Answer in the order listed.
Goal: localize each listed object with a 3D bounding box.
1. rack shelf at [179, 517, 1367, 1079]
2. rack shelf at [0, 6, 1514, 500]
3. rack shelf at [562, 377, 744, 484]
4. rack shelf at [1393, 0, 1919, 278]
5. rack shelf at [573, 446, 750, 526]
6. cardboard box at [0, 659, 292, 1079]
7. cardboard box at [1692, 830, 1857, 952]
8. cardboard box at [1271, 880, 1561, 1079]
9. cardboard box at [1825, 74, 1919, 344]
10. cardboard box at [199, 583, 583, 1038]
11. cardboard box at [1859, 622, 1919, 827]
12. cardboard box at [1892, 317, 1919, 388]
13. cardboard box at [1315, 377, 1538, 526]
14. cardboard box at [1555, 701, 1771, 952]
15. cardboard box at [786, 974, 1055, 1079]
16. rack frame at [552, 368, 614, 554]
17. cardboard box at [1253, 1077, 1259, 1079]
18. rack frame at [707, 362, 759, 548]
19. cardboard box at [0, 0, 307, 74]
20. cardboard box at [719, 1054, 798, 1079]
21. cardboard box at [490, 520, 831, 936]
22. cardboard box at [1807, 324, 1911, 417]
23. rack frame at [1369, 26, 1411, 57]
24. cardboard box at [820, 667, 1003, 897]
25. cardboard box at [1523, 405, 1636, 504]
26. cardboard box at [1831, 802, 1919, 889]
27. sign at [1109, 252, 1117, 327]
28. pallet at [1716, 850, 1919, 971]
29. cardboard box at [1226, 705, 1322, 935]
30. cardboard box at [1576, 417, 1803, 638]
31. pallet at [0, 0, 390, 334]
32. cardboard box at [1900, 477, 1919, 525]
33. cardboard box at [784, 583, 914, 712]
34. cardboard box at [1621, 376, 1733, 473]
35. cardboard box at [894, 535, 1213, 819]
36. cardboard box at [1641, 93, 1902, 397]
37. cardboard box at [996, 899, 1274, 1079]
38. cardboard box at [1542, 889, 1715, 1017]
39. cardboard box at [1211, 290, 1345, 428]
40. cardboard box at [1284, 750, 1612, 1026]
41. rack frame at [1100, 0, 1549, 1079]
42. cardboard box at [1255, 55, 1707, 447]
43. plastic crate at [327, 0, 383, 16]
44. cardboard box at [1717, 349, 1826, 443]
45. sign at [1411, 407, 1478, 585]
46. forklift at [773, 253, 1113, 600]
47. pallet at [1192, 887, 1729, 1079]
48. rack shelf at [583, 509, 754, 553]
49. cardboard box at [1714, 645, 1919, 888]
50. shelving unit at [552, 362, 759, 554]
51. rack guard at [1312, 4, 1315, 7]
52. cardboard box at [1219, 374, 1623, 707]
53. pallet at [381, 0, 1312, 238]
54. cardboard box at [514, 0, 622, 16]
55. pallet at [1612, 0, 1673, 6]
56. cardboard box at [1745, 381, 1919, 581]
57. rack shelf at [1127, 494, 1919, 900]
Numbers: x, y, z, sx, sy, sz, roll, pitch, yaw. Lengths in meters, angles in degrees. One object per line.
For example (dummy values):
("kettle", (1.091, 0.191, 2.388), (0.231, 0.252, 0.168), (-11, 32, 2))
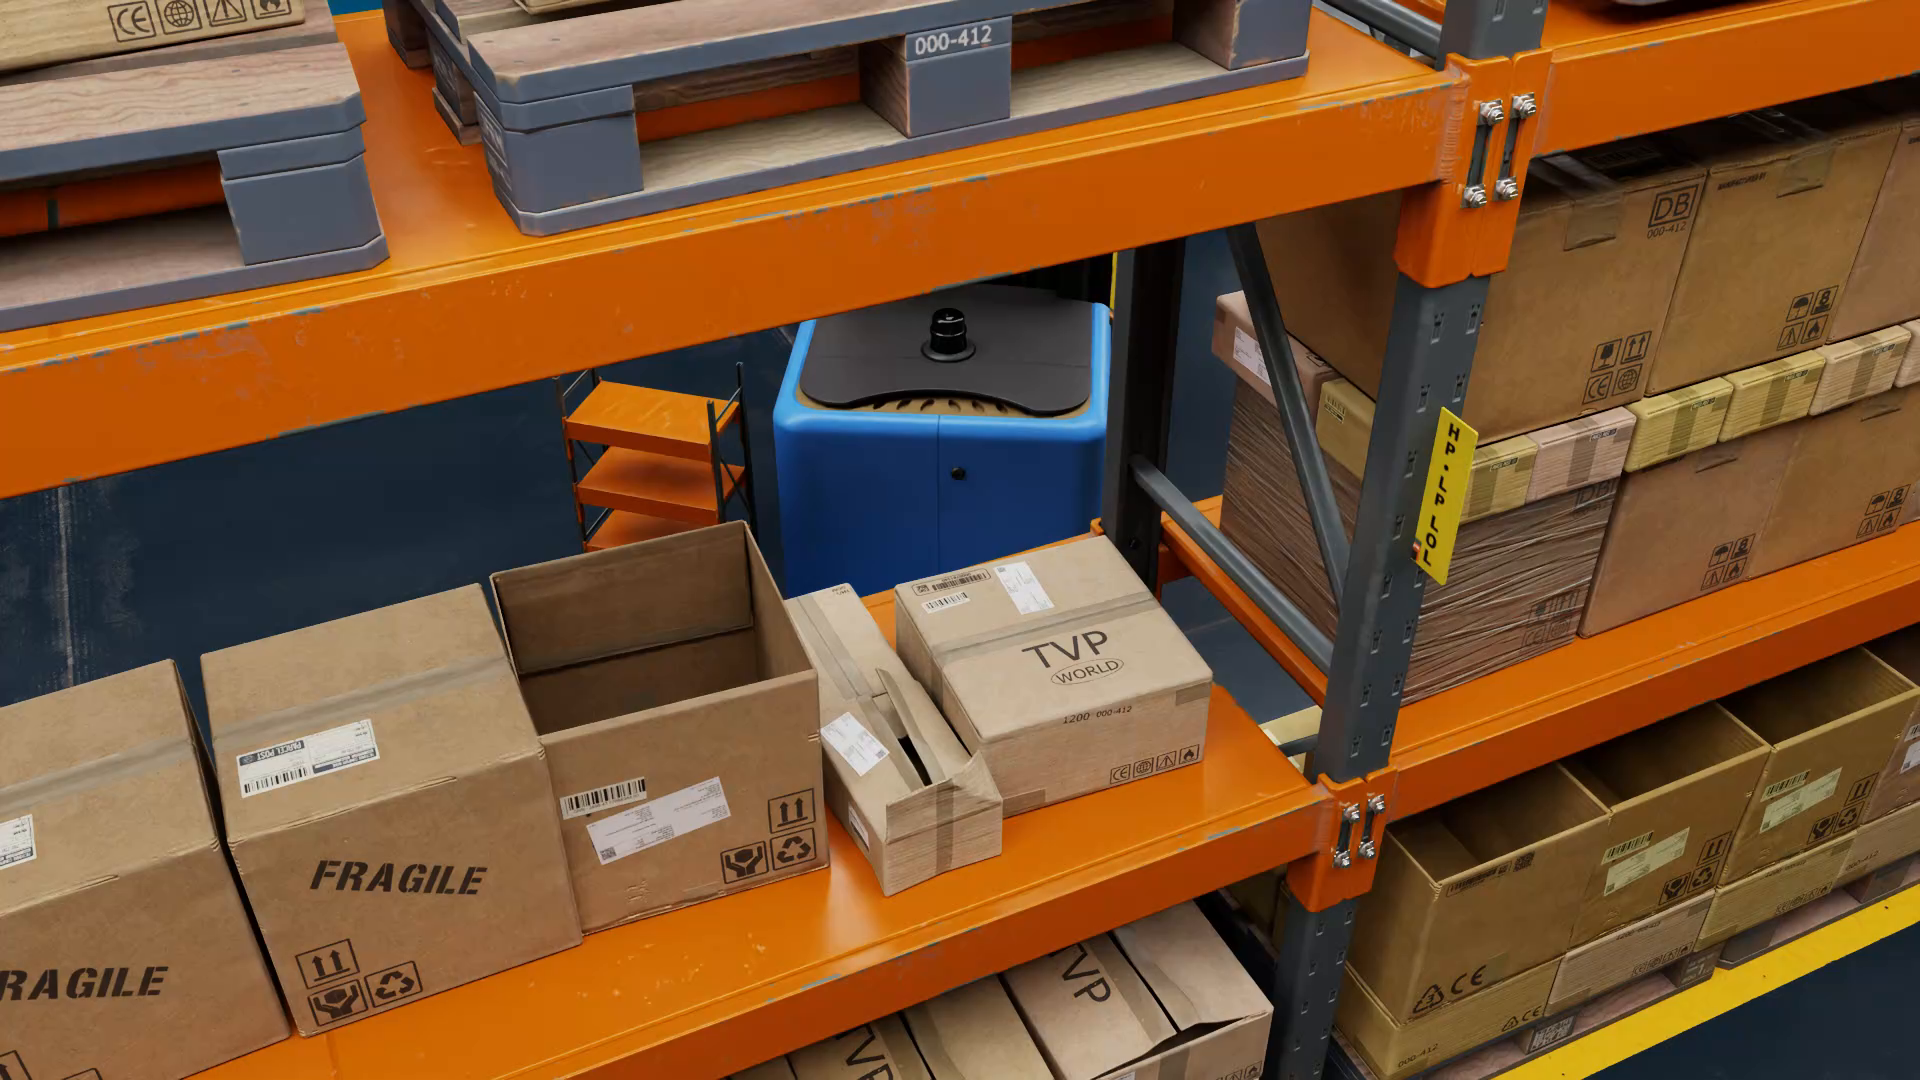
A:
("rack shelf", (-1.201, 0.863, 3.172), (4.000, 0.370, 1.077), (-16, 39, -20))
("rack shelf", (-1.201, -0.341, 2.278), (4.000, 0.370, 1.077), (-16, 39, -20))
("rack shelf", (-0.921, -0.334, 5.034), (0.480, 0.148, 0.258), (10, 38, 13))
("rack shelf", (2.420, -1.354, 3.643), (4.000, 0.370, 1.077), (-16, 39, -20))
("rack shelf", (-0.921, -0.144, 5.175), (0.480, 0.148, 0.258), (10, 38, 13))
("cardboard box", (-1.500, 0.607, 2.830), (0.500, 0.500, 0.500), (-18, 40, -22))
("cardboard box", (2.067, 0.803, 4.606), (0.500, 0.250, 0.500), (-16, 39, -20))
("cardboard box", (1.158, 1.050, 4.272), (0.500, 0.250, 0.500), (-16, 39, -20))
("cardboard box", (1.919, -0.864, 3.724), (0.500, 0.500, 0.700), (-16, 39, -20))
("cardboard box", (-1.023, 0.474, 3.009), (0.500, 0.500, 0.500), (-16, 39, -20))
("cardboard box", (2.519, 0.373, 4.555), (0.500, 0.500, 0.500), (-16, 39, -20))
("cardboard box", (2.100, -0.524, 3.811), (0.250, 0.149, 0.380), (-17, 40, -21))
("cardboard box", (0.935, -0.196, 3.368), (0.250, 0.149, 0.380), (-16, 39, -20))
("cardboard box", (1.611, 0.623, 4.218), (0.500, 0.500, 0.500), (-16, 39, -20))
("cardboard box", (-0.104, 1.171, 3.638), (0.500, 0.311, 0.500), (-15, 39, -19))
("rack frame", (-1.155, -0.059, 5.323), (0.015, 1.200, 0.240), (10, 38, 13))
("cardboard box", (0.357, 1.265, 3.982), (0.500, 0.250, 0.500), (-16, 39, -20))
("rack frame", (-0.686, 0.022, 5.213), (0.015, 1.200, 0.240), (10, 38, 13))
("cardboard box", (-1.148, -0.794, 2.058), (0.500, 0.250, 0.500), (-19, 41, -24))
("cardboard box", (-0.557, 1.296, 3.470), (0.500, 0.311, 0.500), (-16, 39, -20))
("cardboard box", (-0.570, 0.347, 3.180), (0.500, 0.500, 0.500), (-13, 38, -17))
("cardboard box", (1.859, -0.455, 3.717), (0.250, 0.149, 0.380), (-17, 40, -21))
("rack frame", (2.129, -3.616, 8.608), (0.127, 3.000, 1.000), (-16, 39, -20))
("cardboard box", (-0.109, 0.444, 3.246), (0.258, 0.266, 0.396), (-17, 40, -21))
("cardboard box", (1.162, -0.260, 3.454), (0.250, 0.149, 0.380), (-15, 39, -19))
("cardboard box", (2.518, 0.673, 4.781), (0.500, 0.250, 0.500), (-16, 39, -20))
("sign", (0.372, -0.610, 3.762), (0.005, 0.325, 0.100), (-16, 39, -20))
("pallet", (2.453, 0.698, 5.131), (1.213, 0.211, 1.003), (-16, 39, -20))
("cardboard box", (0.936, 0.769, 4.651), (0.500, 0.250, 0.500), (-16, 39, -20))
("cardboard box", (1.483, -0.225, 3.951), (0.500, 0.500, 0.700), (-16, 39, -20))
("pallet", (-1.424, -0.553, 2.118), (1.213, 0.211, 1.003), (-14, 39, -18))
("cardboard box", (2.402, -0.480, 4.295), (0.500, 0.500, 0.700), (-14, 39, -19))
("cardboard box", (-0.280, 0.283, 3.561), (0.250, 0.149, 0.380), (-16, 39, -20))
("cardboard box", (1.395, -0.326, 3.543), (0.250, 0.149, 0.380), (-17, 40, -21))
("cardboard box", (0.182, 0.277, 3.485), (0.500, 0.250, 0.500), (-13, 39, -17))
("cardboard box", (1.465, -0.737, 3.553), (0.500, 0.500, 0.700), (-16, 39, -20))
("cardboard box", (0.364, 1.036, 3.820), (0.500, 0.311, 0.500), (-16, 39, -20))
("cardboard box", (1.613, 0.926, 4.439), (0.500, 0.250, 0.500), (-16, 39, -20))
("cardboard box", (0.764, -0.417, 3.666), (0.250, 0.149, 0.380), (-16, 39, -20))
("cardboard box", (1.162, 0.754, 4.041), (0.500, 0.500, 0.500), (-16, 39, -20))
("rack frame", (0.609, 0.068, 3.640), (0.127, 3.000, 1.000), (-16, 39, -20))
("cardboard box", (1.008, -0.609, 3.380), (0.500, 0.500, 0.700), (-15, 39, -20))
("plastic crate", (-2.358, -2.150, 6.645), (0.575, 0.384, 0.392), (-16, 39, -20))
("cardboard box", (1.632, -0.393, 3.633), (0.250, 0.149, 0.380), (-16, 39, -20))
("sign", (0.849, -0.075, 2.927), (0.005, 0.325, 0.100), (-16, 39, -20))
("forklift", (0.046, -1.547, 5.876), (1.130, 2.935, 3.031), (3, 37, 3))
("pallet", (1.347, 1.010, 4.712), (1.213, 0.211, 1.003), (-16, 39, -20))
("rack shelf", (-0.921, 0.036, 5.308), (0.480, 0.148, 0.258), (10, 38, 13))
("cardboard box", (2.067, 0.501, 4.383), (0.500, 0.500, 0.500), (-16, 39, -20))
("shelving unit", (-0.921, -0.019, 5.268), (0.503, 1.200, 0.258), (10, 38, 13))
("rack guard", (2.080, -2.568, 9.292), (0.348, 0.500, 1.175), (-16, 39, -20))
("cardboard box", (1.008, -0.088, 3.766), (0.500, 0.500, 0.700), (-17, 40, -21))
("pallet", (-0.184, -0.829, 2.493), (1.217, 0.209, 0.805), (-17, 40, -22))
("cardboard box", (-0.449, -0.954, 2.273), (0.500, 0.250, 0.500), (-20, 41, -24))
("pallet", (1.370, -1.331, 3.083), (1.213, 0.211, 1.003), (-16, 39, -20))
("cardboard box", (1.939, -0.349, 4.119), (0.500, 0.500, 0.700), (-15, 39, -19))
("rack shelf", (2.420, -0.149, 4.537), (4.000, 0.370, 1.077), (-16, 39, -20))
